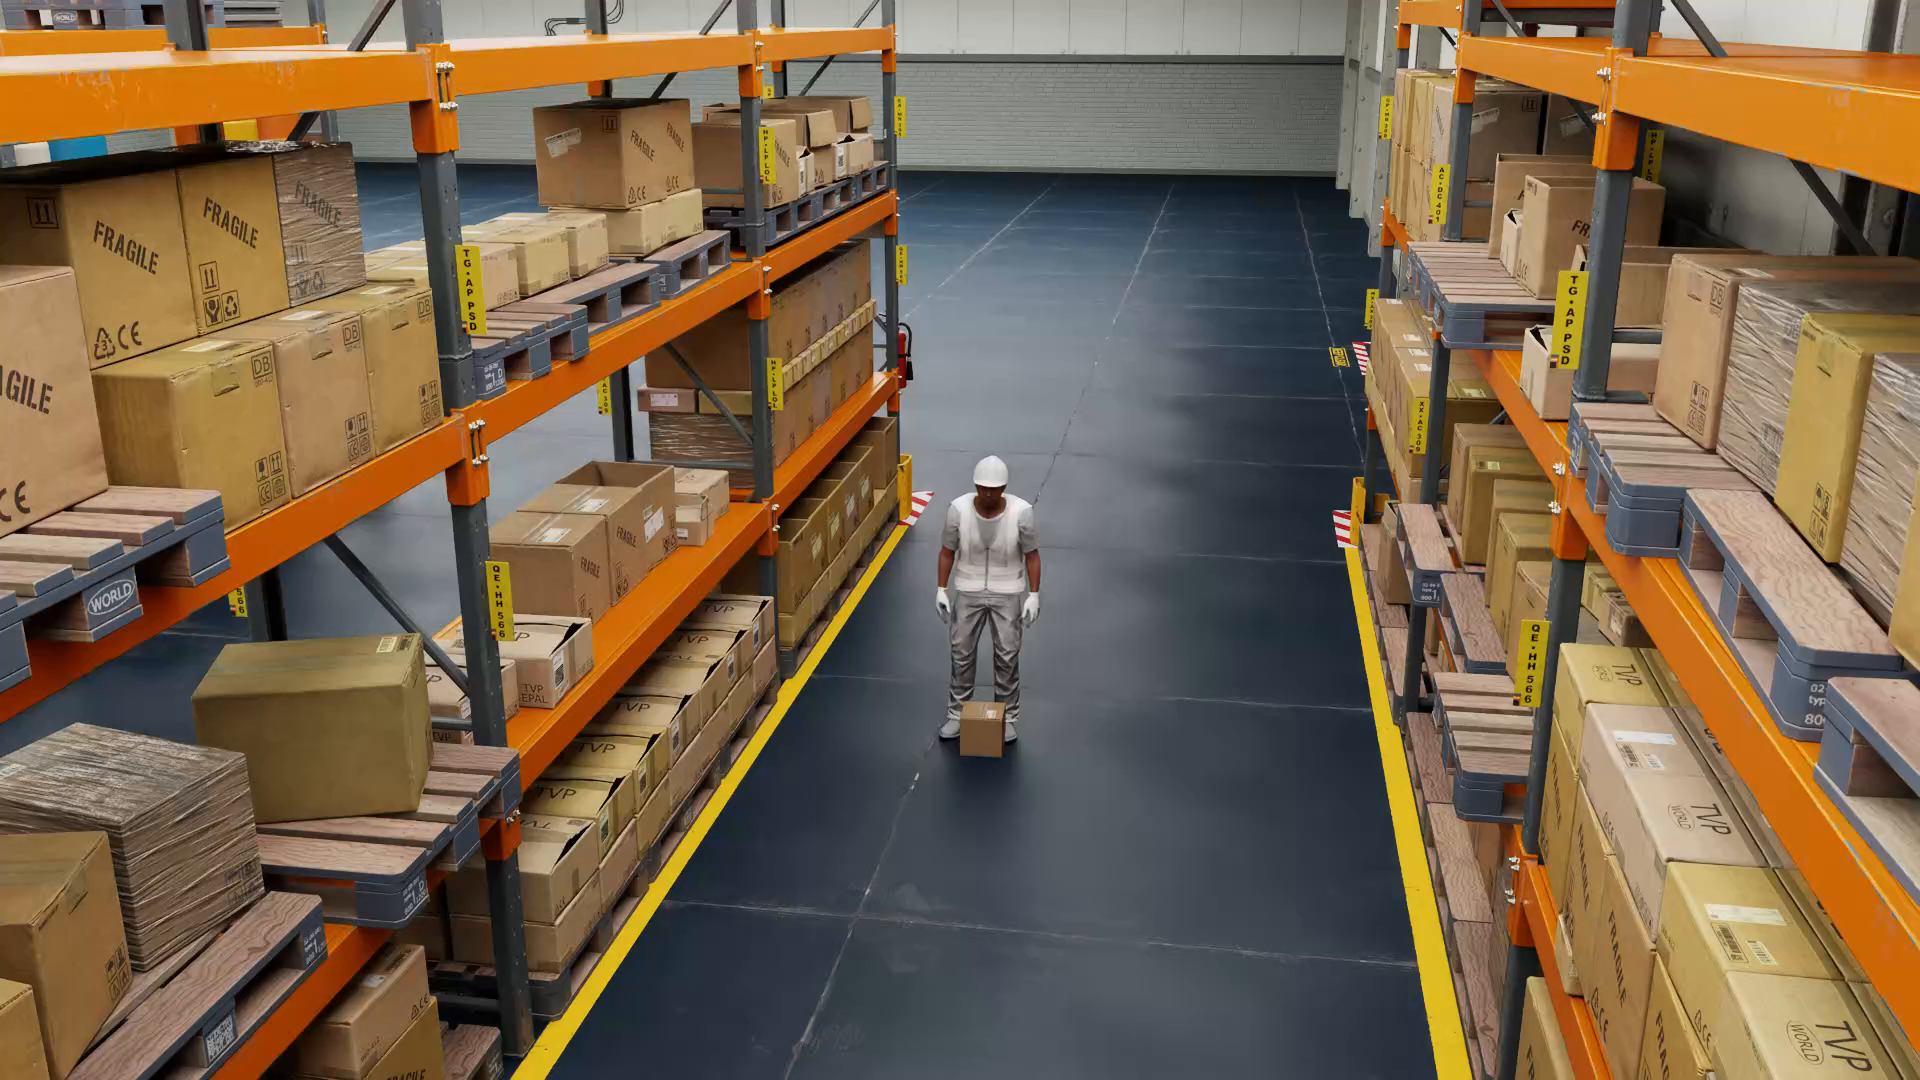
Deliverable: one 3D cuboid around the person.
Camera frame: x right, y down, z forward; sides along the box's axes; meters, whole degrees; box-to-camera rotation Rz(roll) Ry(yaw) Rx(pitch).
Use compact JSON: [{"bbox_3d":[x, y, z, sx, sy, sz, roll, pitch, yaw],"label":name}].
[{"bbox_3d":[0.166,0.343,9.960,0.629,1.774,0.453,2,18,8],"label":"person"}]
